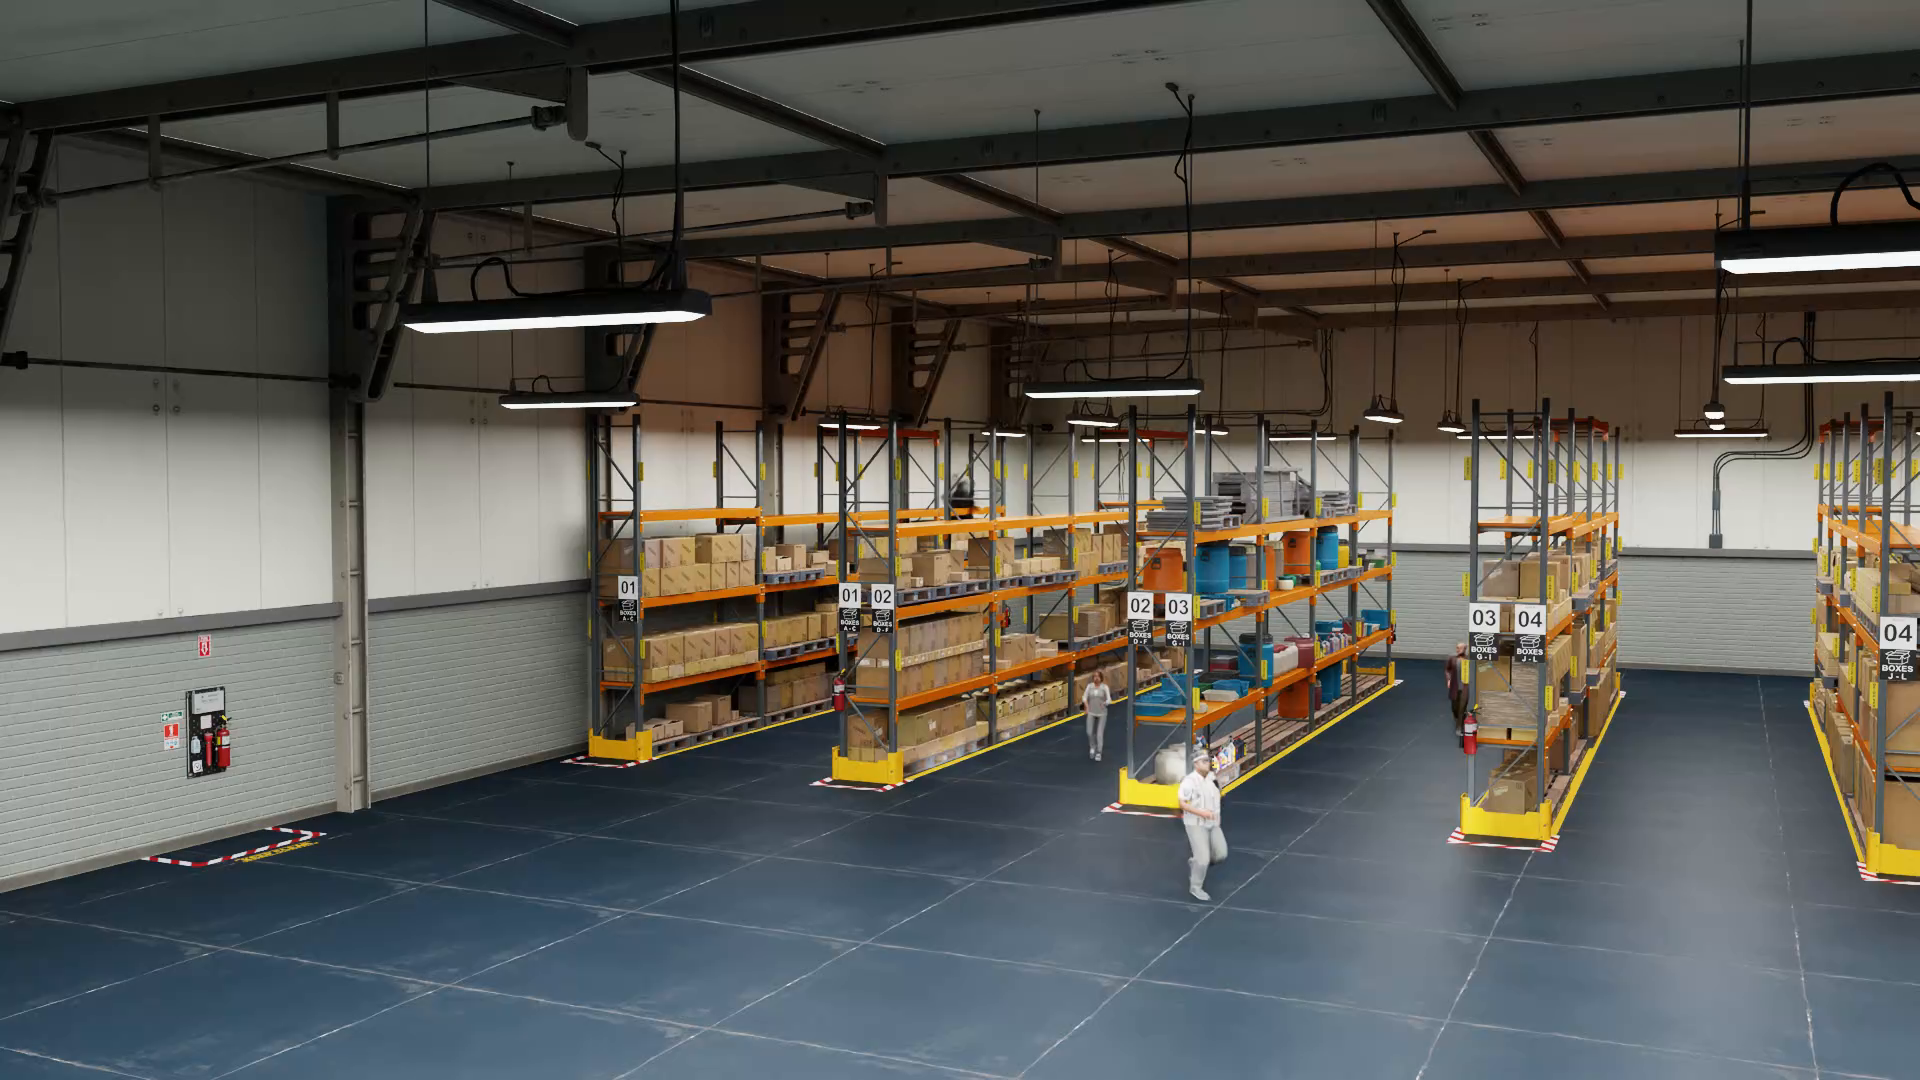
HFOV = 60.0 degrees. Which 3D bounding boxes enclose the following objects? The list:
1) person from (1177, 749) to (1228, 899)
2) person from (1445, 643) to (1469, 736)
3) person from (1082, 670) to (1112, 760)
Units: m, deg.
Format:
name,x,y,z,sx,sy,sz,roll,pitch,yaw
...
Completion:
name,x,y,z,sx,sy,sz,roll,pitch,yaw
person,2.861,3.326,19.555,0.705,1.753,0.612,-2,3,-39
person,9.602,2.833,31.740,0.712,1.757,0.735,1,3,31
person,2.343,3.030,28.678,0.527,1.560,0.552,1,2,12
